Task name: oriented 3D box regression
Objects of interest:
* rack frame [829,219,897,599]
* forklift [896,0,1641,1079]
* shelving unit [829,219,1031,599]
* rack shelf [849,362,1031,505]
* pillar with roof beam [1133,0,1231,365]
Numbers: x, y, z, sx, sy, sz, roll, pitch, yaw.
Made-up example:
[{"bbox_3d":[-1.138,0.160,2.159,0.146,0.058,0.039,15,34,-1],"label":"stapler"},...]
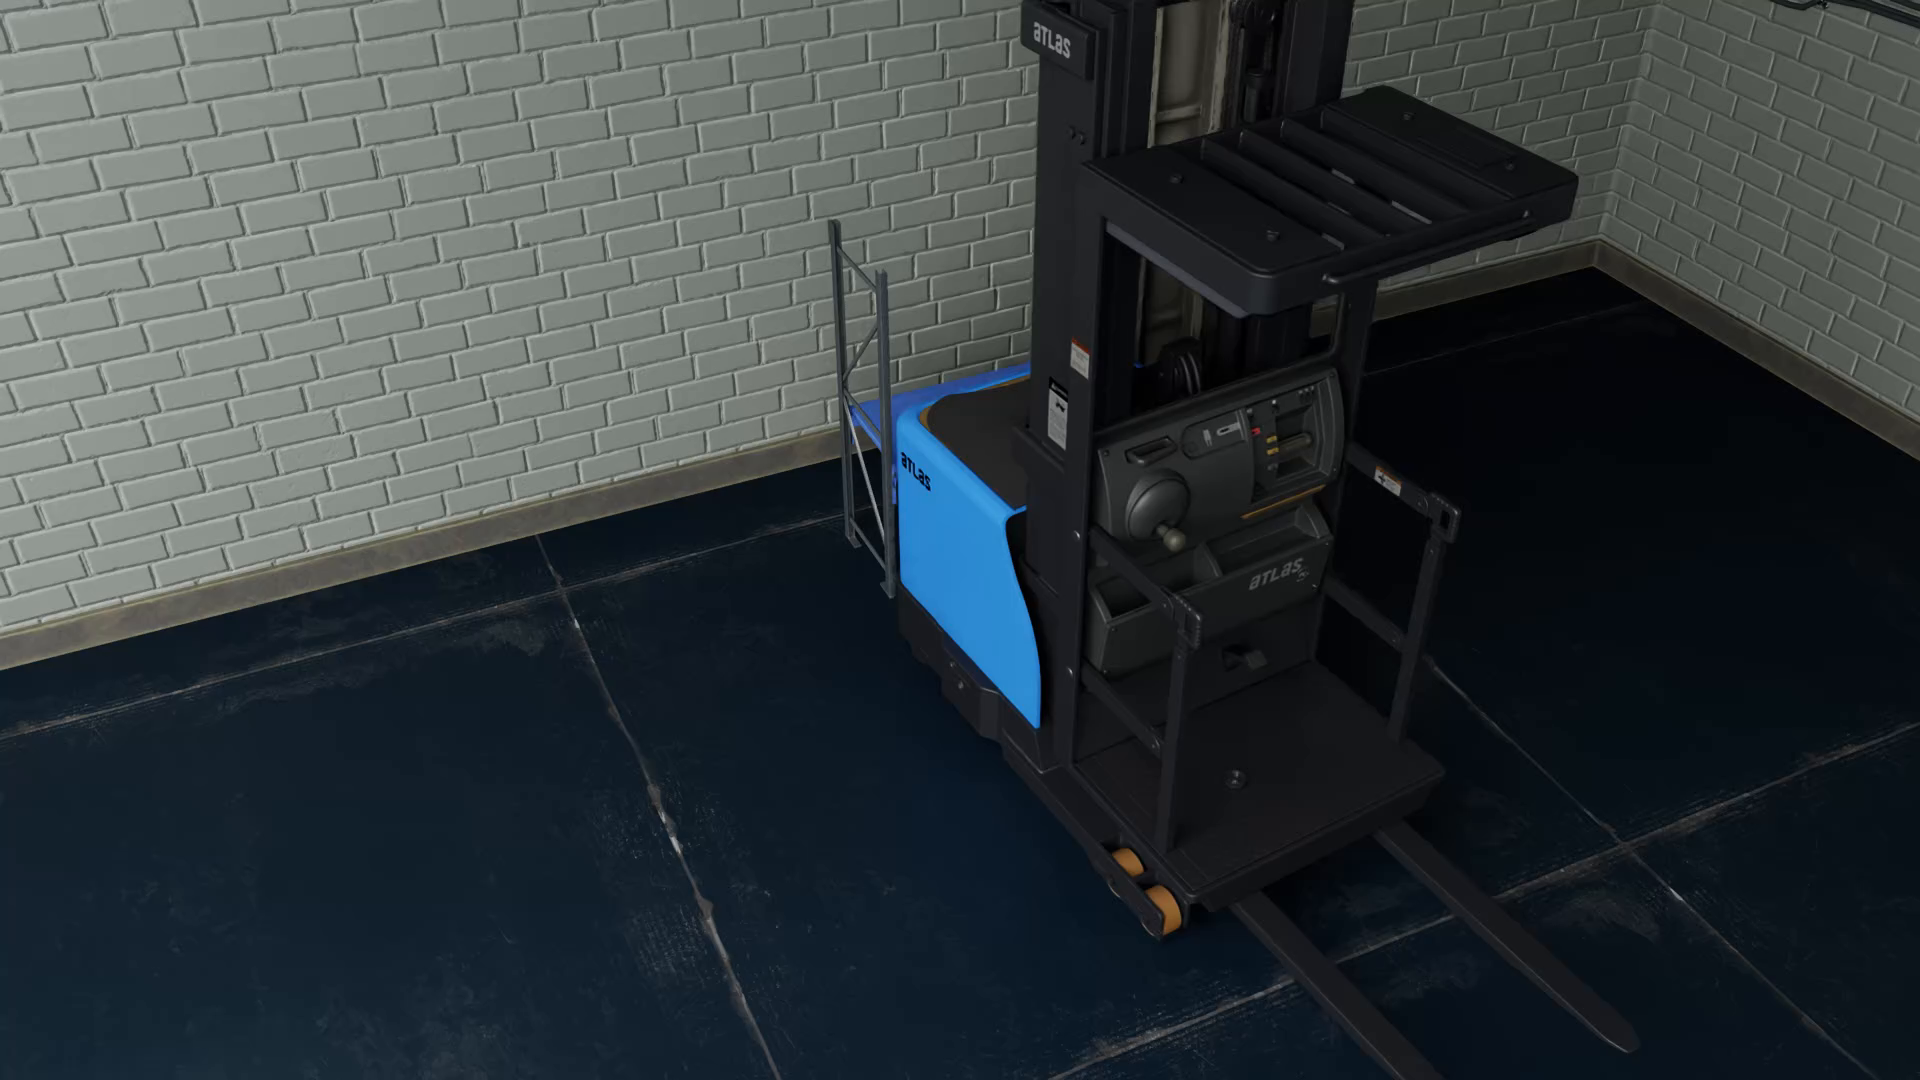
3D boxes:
[{"bbox_3d":[-0.383,-0.495,6.659,0.032,1.500,0.500,-16,39,-20],"label":"rack frame"},{"bbox_3d":[0.938,-0.189,5.044,1.130,2.935,3.031,-20,41,-24],"label":"forklift"},{"bbox_3d":[0.077,-0.624,6.832,1.048,1.500,0.538,-16,39,-20],"label":"shelving unit"},{"bbox_3d":[0.077,-0.480,6.939,1.000,0.185,0.538,-16,39,-20],"label":"rack shelf"},{"bbox_3d":[2.739,-2.014,2.411,0.400,9.000,9.100,-16,39,-20],"label":"pillar with roof beam"}]
